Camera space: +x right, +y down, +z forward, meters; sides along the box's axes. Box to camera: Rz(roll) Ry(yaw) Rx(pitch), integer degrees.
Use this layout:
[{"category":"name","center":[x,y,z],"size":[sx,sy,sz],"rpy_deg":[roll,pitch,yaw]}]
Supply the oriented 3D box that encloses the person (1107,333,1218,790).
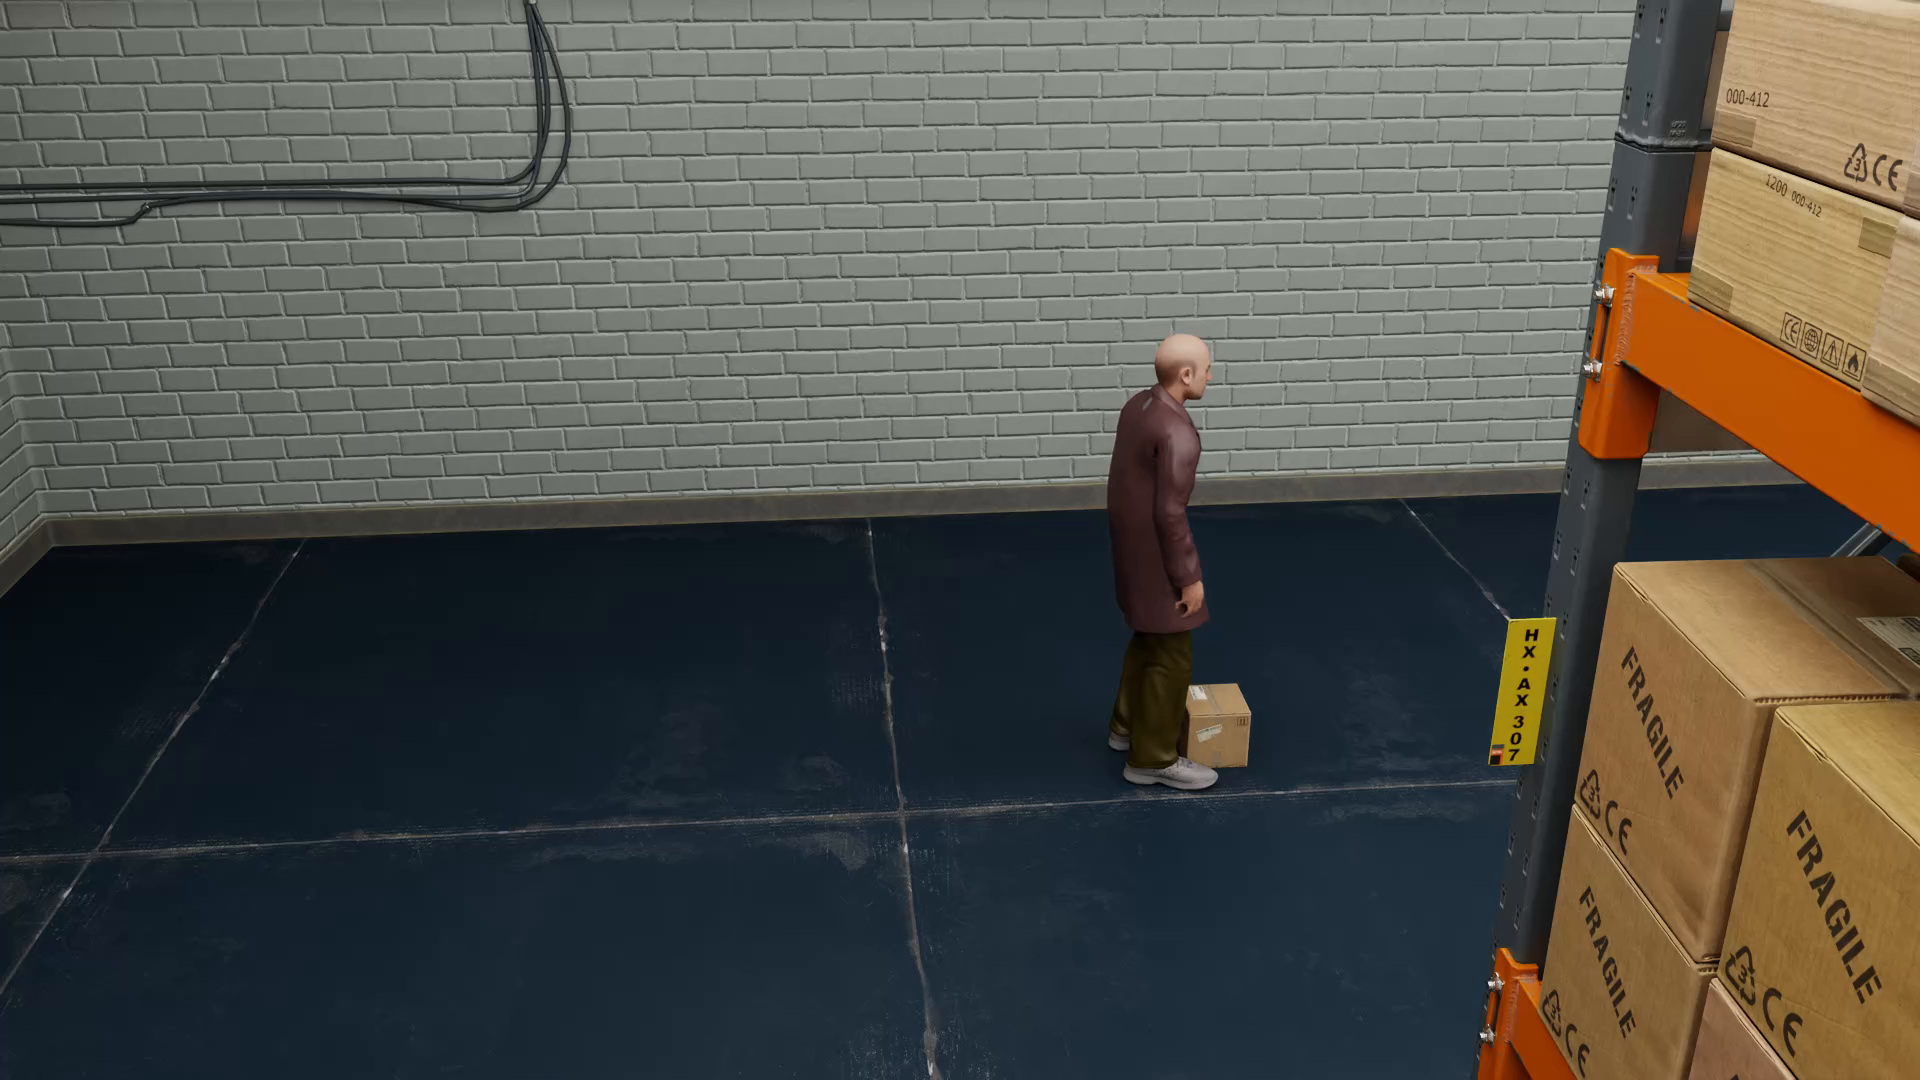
[{"category":"person","center":[0.784,0.066,6.466],"size":[0.422,1.774,0.653],"rpy_deg":[-3,24,-8]}]
